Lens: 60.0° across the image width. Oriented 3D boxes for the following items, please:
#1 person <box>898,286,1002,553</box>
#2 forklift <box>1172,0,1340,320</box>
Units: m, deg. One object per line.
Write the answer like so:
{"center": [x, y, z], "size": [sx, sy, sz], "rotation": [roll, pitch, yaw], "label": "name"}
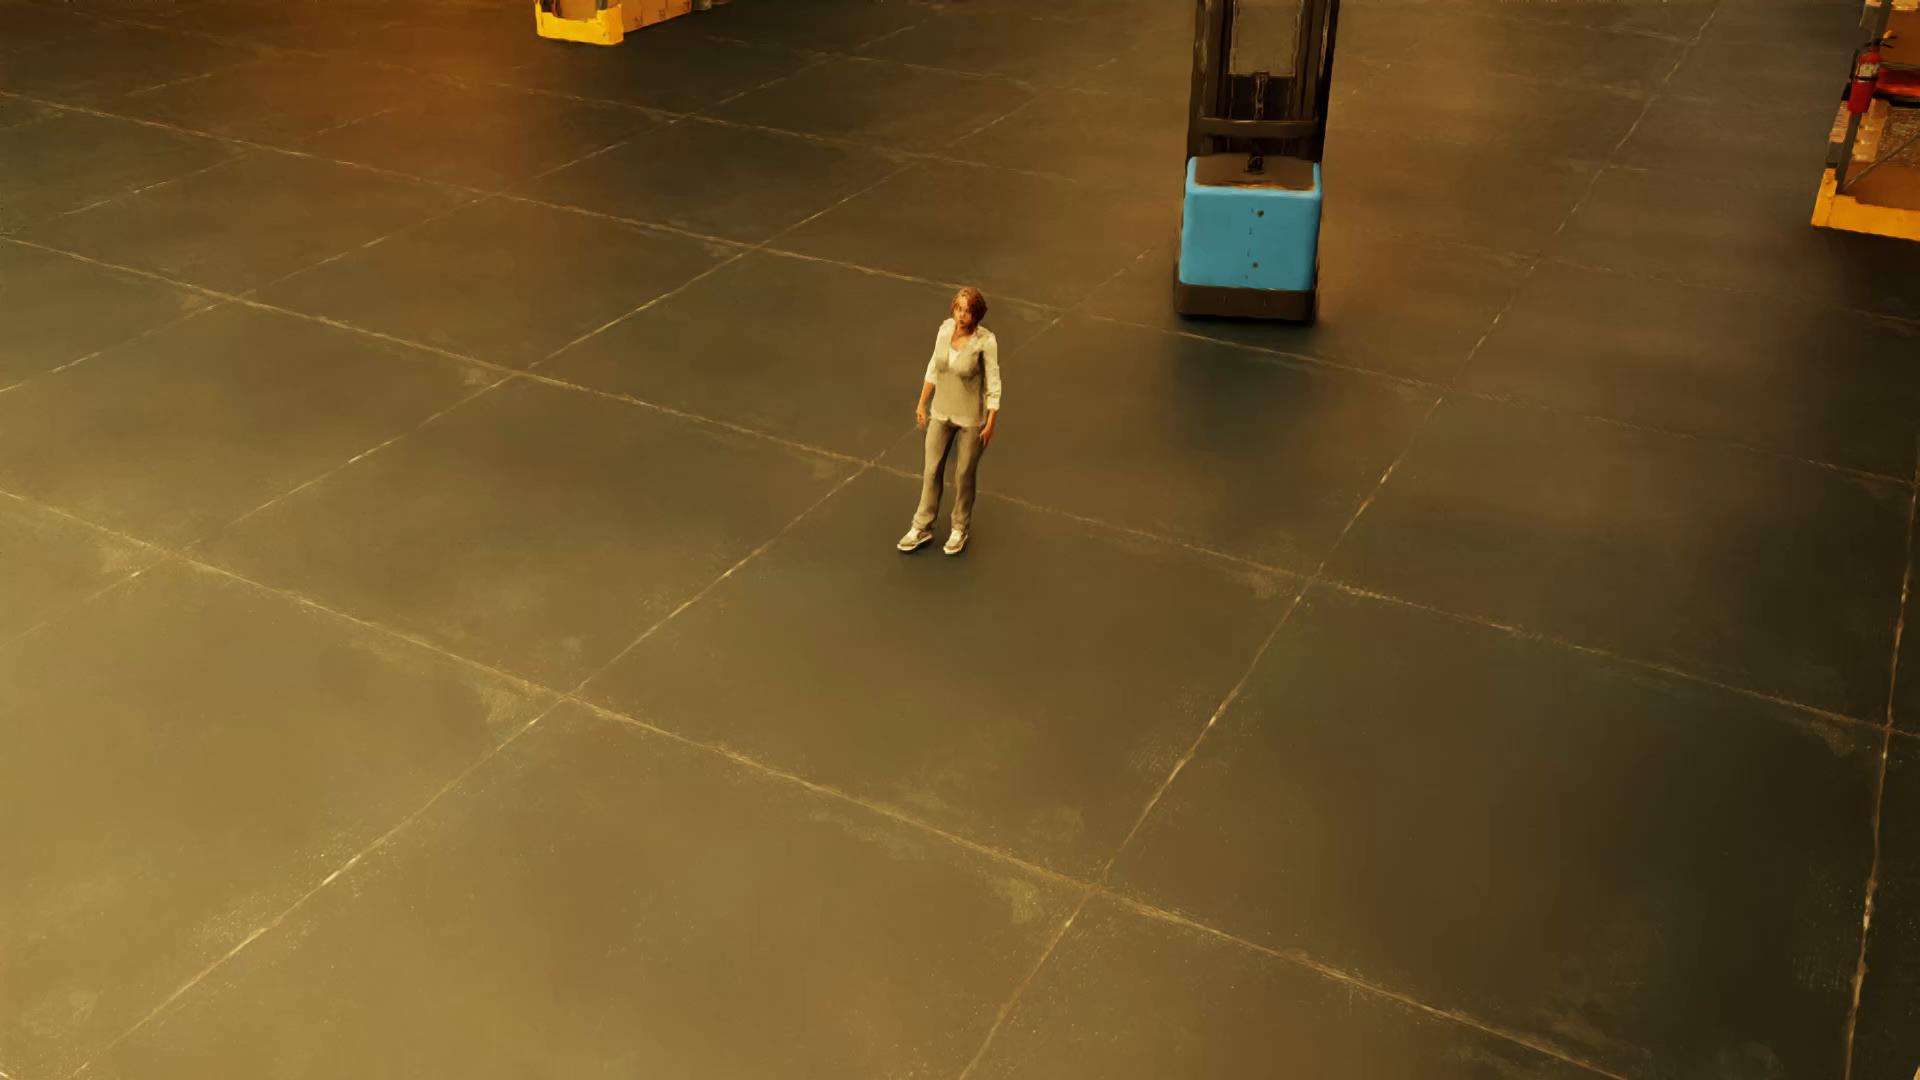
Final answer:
{"center": [-0.048, -0.666, 9.551], "size": [0.521, 1.591, 0.474], "rotation": [15, 33, 25], "label": "person"}
{"center": [2.420, -3.677, 13.441], "size": [1.130, 2.935, 3.031], "rotation": [4, 30, 8], "label": "forklift"}
